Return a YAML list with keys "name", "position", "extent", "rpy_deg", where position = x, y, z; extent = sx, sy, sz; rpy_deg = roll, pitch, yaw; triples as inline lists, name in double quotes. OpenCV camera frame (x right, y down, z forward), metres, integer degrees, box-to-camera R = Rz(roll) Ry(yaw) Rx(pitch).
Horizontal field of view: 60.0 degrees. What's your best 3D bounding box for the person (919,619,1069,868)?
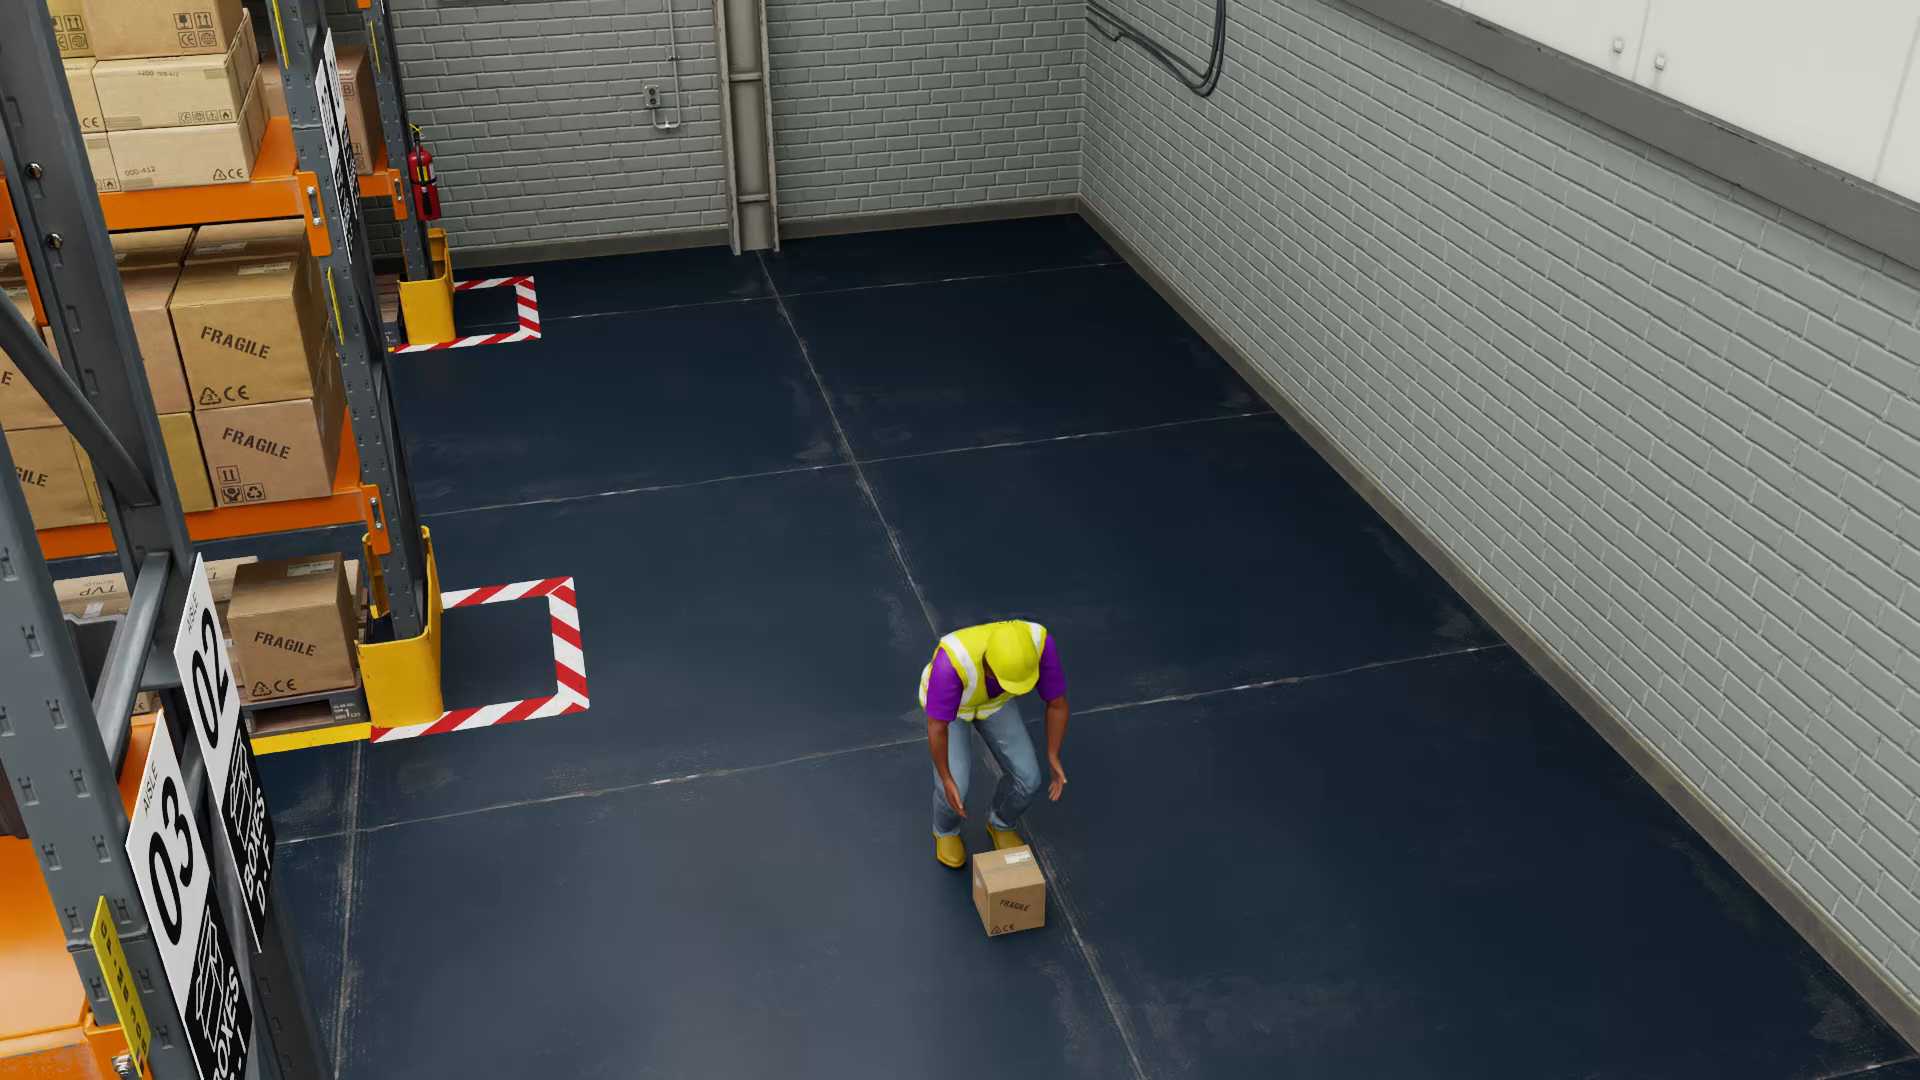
- name: "person"
  position: [0.134, 0.814, 7.204]
  extent: [0.631, 1.373, 0.779]
  rpy_deg: [-8, 31, -13]
